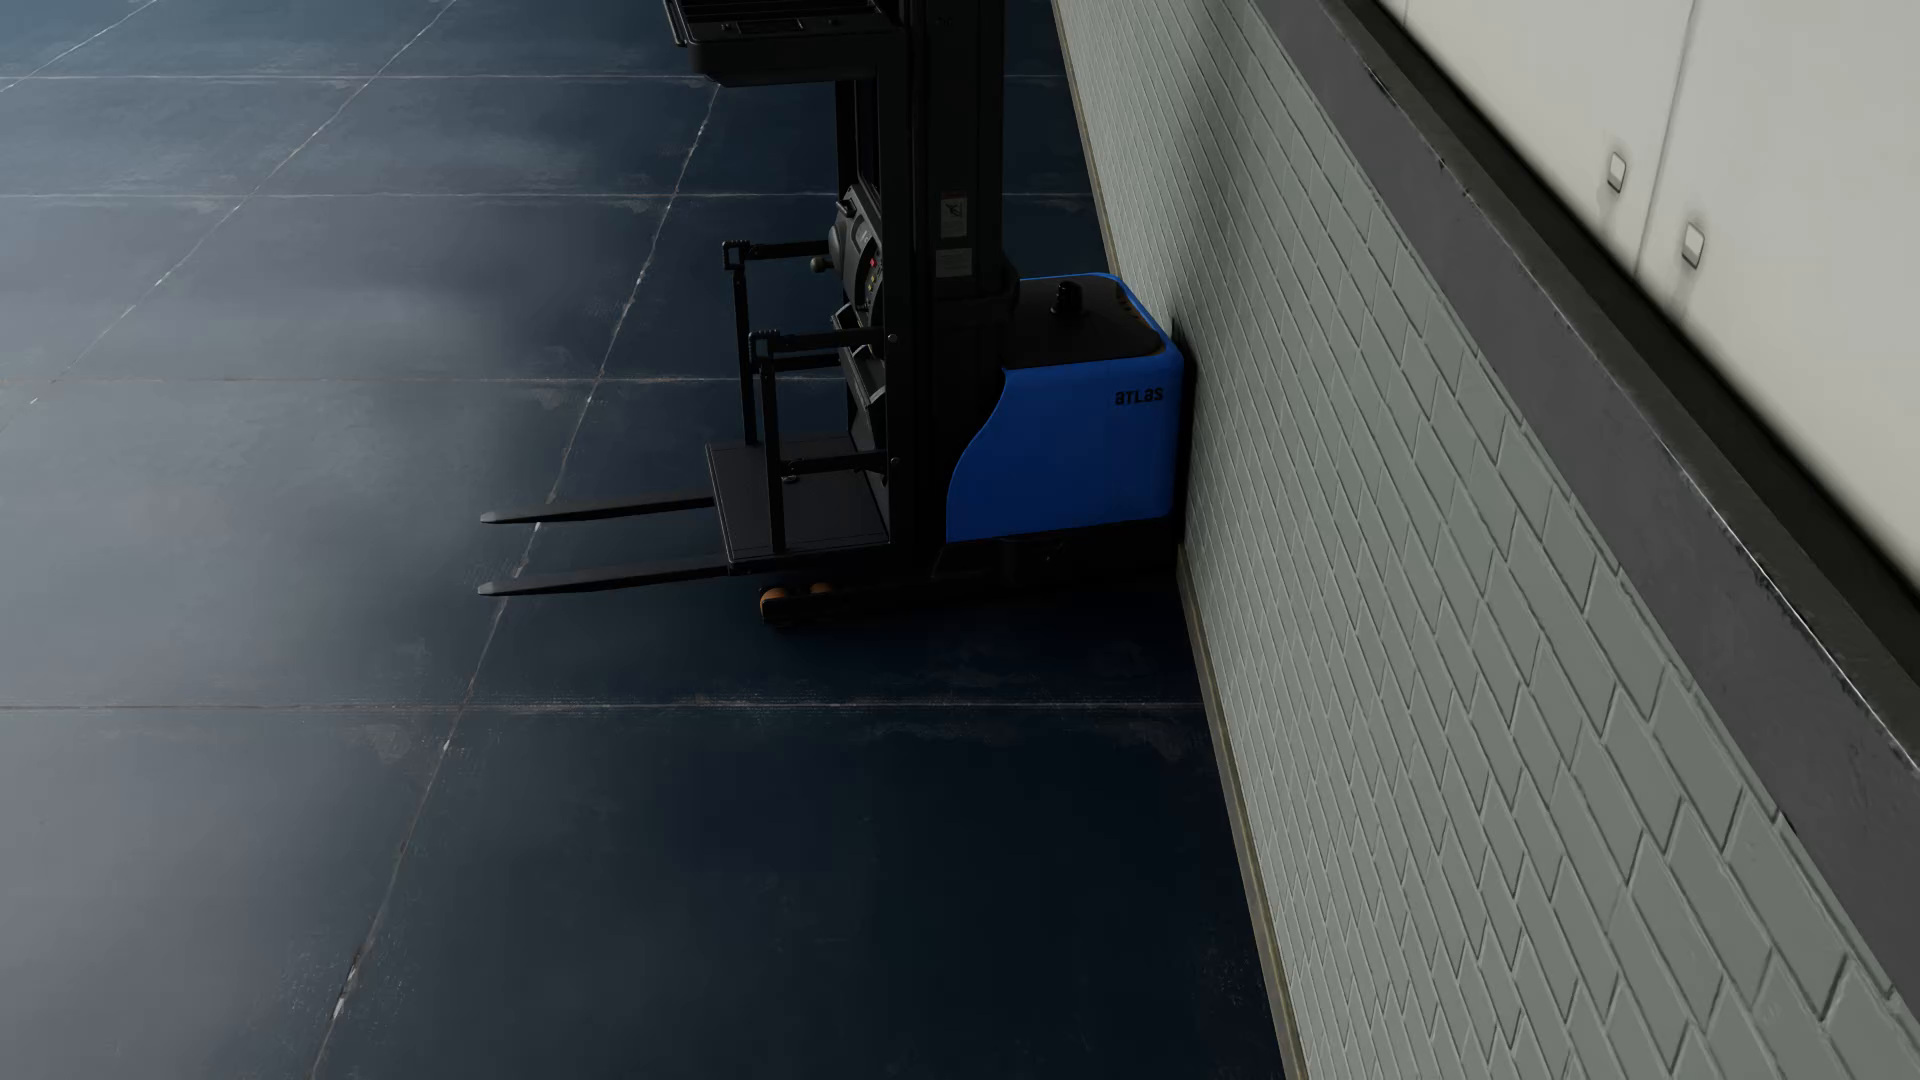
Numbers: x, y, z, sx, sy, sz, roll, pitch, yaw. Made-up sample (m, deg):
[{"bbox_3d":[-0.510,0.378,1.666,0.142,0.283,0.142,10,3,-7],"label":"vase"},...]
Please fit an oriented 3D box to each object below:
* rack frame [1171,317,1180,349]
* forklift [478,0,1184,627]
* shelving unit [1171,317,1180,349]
[{"bbox_3d":[0.991,-0.584,7.848,0.006,0.900,0.240,0,29,0],"label":"rack frame"},{"bbox_3d":[-0.612,-1.181,6.870,3.031,2.935,1.130,-7,32,-11],"label":"forklift"},{"bbox_3d":[0.889,-0.584,7.848,0.210,0.900,0.258,0,29,0],"label":"shelving unit"}]
